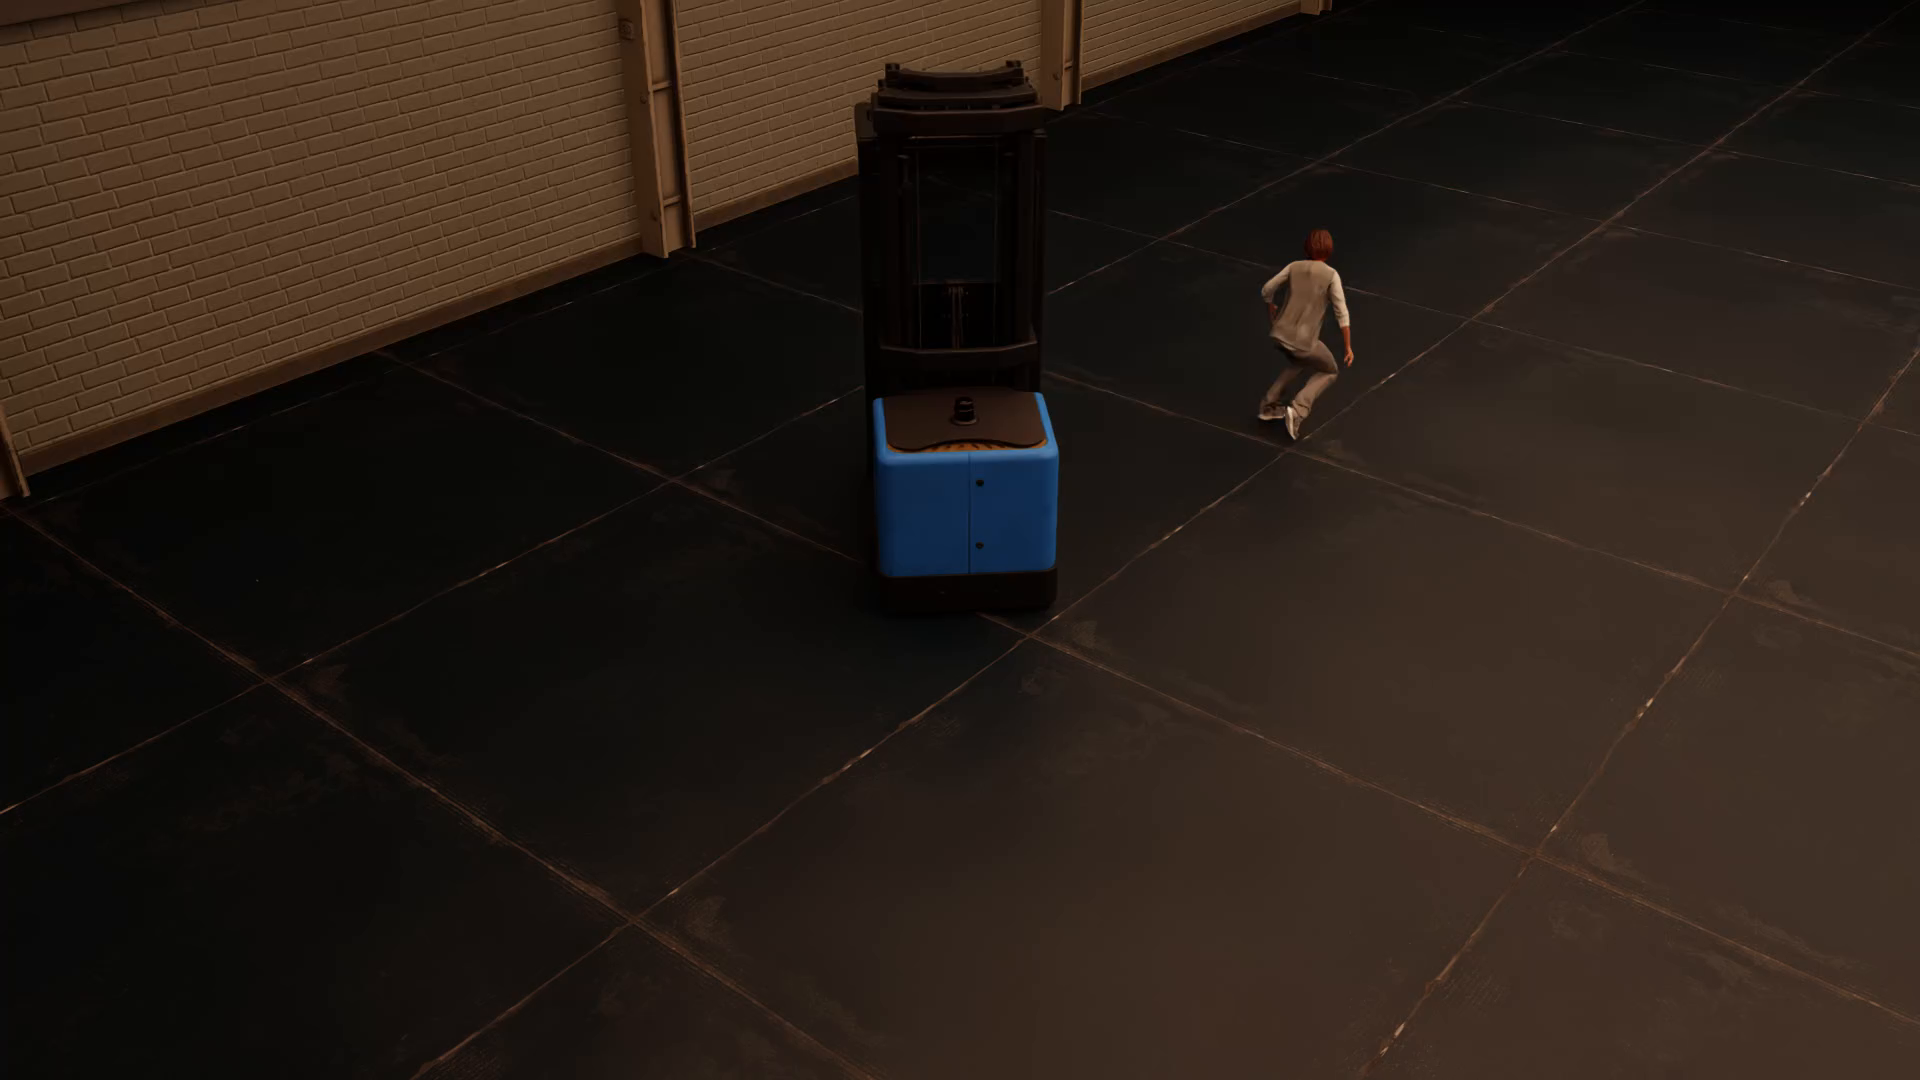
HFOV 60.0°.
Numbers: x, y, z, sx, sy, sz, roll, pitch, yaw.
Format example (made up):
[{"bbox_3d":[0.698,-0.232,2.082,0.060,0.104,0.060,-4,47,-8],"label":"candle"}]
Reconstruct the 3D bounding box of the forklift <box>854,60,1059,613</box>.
[{"bbox_3d":[-0.066,-1.559,10.264,1.130,2.935,3.031,-2,30,-4],"label":"forklift"}]

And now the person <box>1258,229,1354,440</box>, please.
[{"bbox_3d":[2.392,-1.405,11.528,0.486,1.411,0.813,-26,39,-37],"label":"person"}]
